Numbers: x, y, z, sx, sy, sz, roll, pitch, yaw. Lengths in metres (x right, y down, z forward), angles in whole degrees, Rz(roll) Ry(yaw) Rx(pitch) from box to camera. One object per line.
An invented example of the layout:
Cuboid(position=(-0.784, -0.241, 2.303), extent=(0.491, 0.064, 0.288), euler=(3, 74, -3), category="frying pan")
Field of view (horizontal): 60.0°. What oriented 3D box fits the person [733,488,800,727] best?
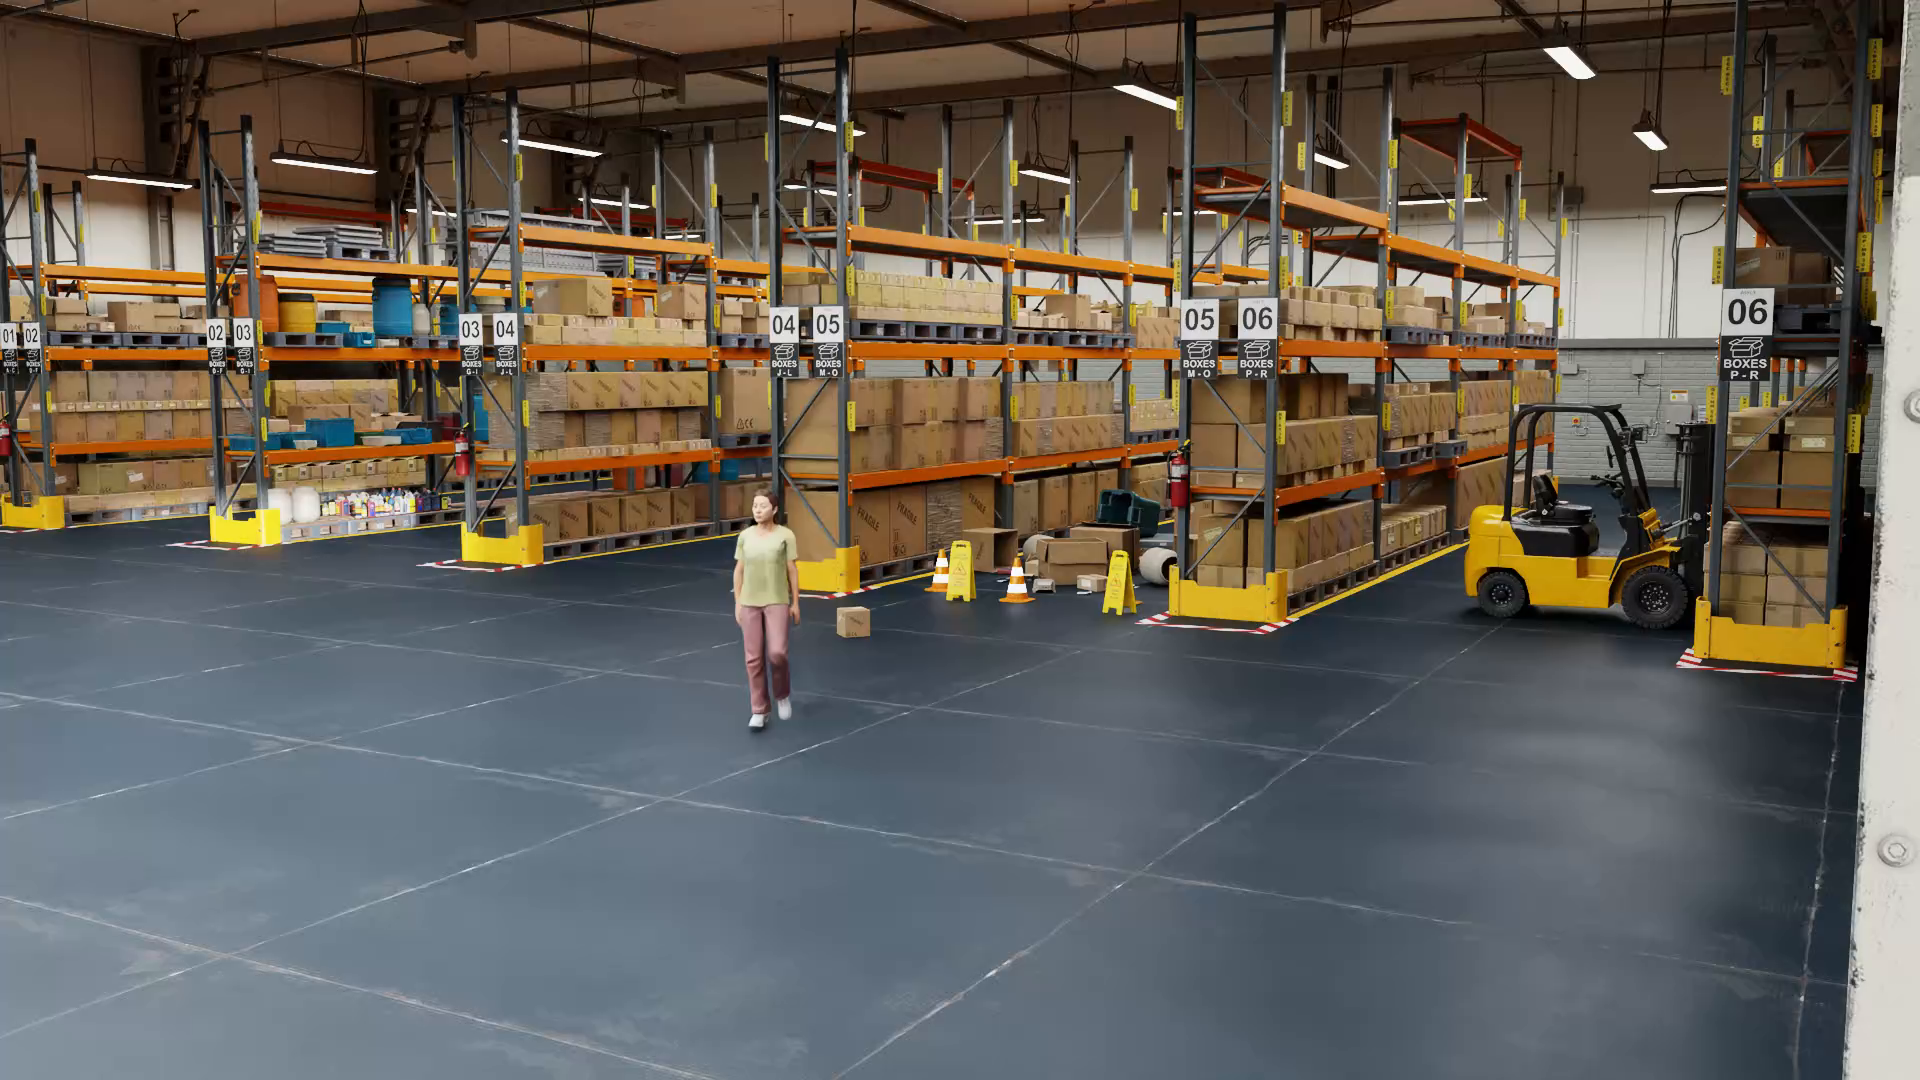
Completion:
Cuboid(position=(-1.364, 0.475, 11.620), extent=(0.462, 1.666, 0.467), euler=(1, 6, 9), category="person")
